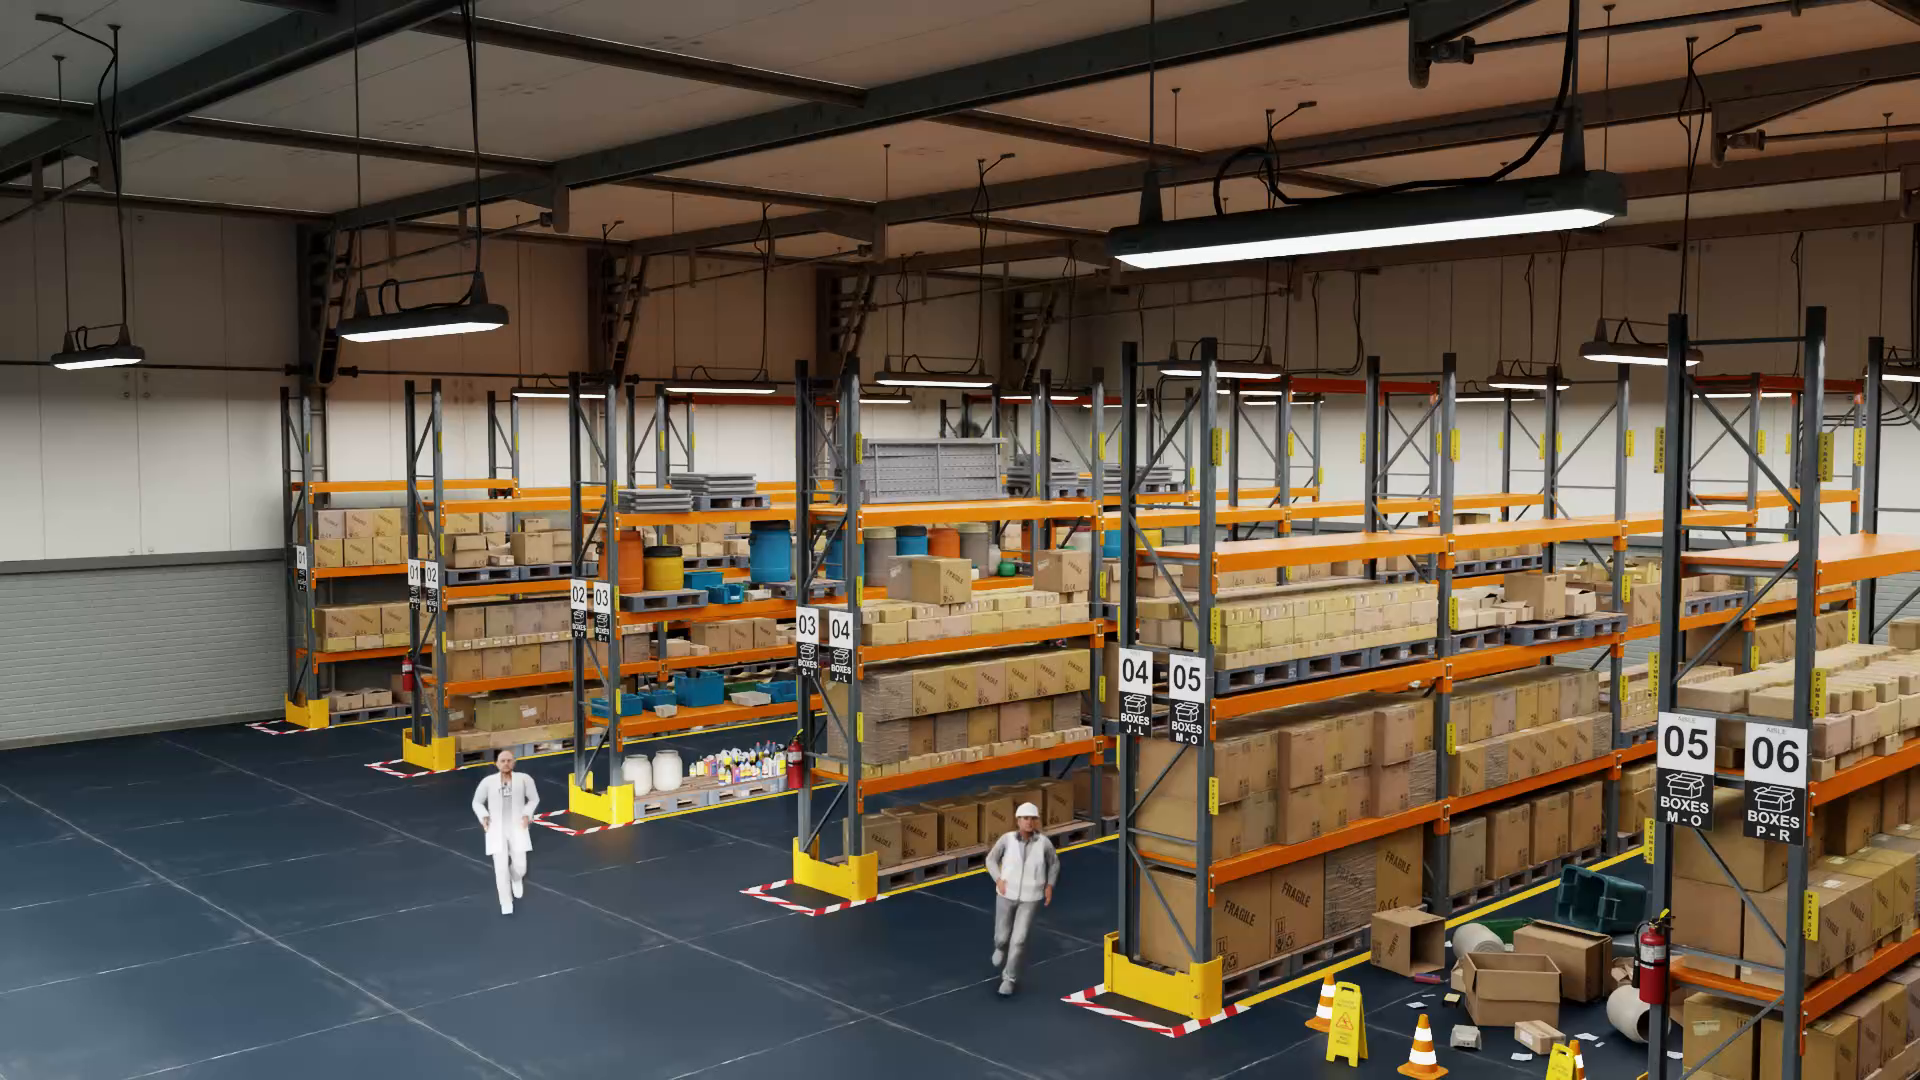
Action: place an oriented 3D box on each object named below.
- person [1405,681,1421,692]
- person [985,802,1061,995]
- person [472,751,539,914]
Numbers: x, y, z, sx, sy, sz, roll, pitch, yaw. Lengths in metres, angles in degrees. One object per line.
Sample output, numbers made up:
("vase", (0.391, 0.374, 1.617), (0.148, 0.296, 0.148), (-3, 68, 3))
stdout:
("person", (6.491, 2.823, 23.843), (0.665, 1.660, 0.571), (-3, 5, -43))
("person", (0.587, 3.315, 15.564), (0.704, 1.735, 0.767), (0, 4, 4))
("person", (-4.922, 3.145, 18.037), (0.708, 1.724, 0.670), (-1, 4, -17))
